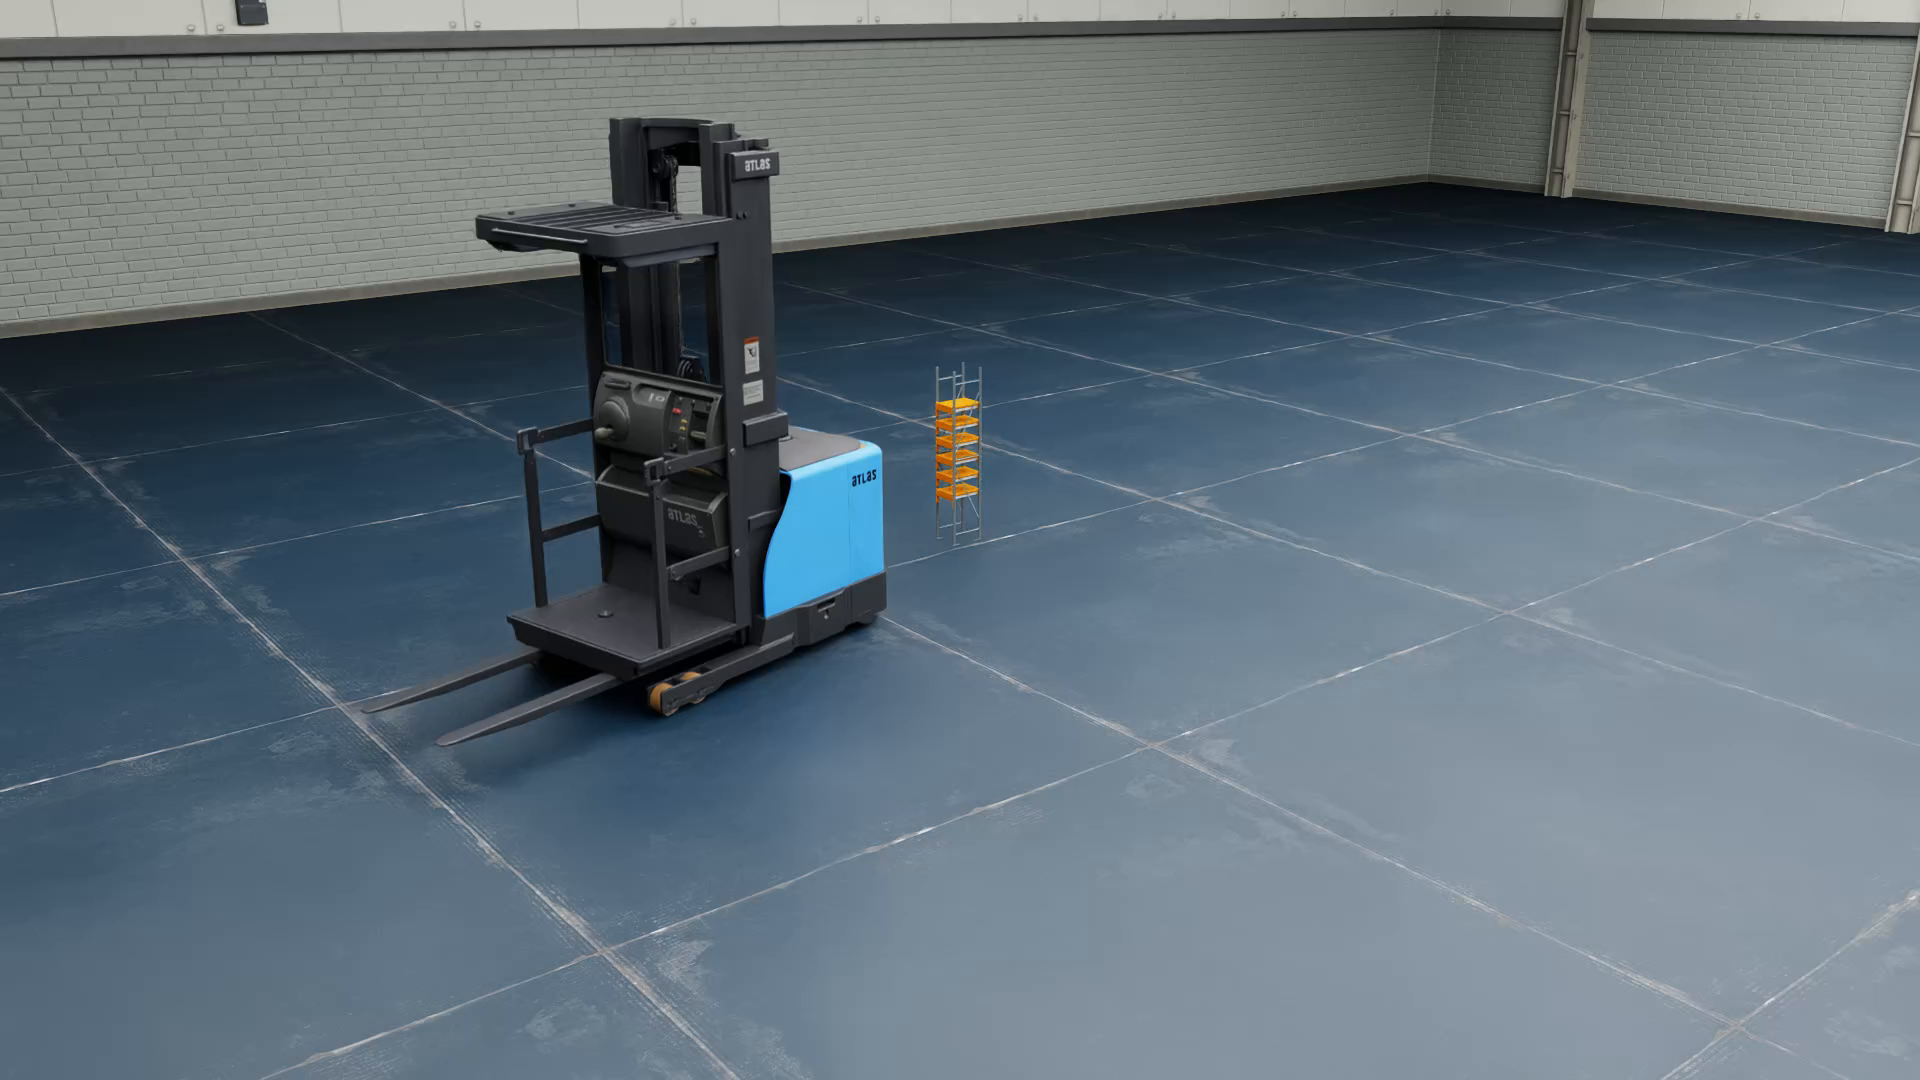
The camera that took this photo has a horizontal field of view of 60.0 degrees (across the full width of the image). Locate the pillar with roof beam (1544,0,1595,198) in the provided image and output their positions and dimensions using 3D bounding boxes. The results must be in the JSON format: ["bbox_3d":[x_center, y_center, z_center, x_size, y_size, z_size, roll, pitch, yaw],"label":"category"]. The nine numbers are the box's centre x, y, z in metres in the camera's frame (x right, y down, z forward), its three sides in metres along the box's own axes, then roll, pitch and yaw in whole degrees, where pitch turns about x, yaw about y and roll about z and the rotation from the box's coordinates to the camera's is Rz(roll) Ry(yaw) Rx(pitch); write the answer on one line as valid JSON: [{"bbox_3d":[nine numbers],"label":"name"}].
[{"bbox_3d":[7.517,-9.693,26.320,9.100,9.000,0.400,-14,23,-36],"label":"pillar with roof beam"}]

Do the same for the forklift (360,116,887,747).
[{"bbox_3d":[-1.742,-0.657,8.685,1.130,2.935,3.031,14,23,36],"label":"forklift"}]

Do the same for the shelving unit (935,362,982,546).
[{"bbox_3d":[-0.009,-0.573,11.185,0.258,1.200,0.189,-14,23,-36],"label":"shelving unit"}]

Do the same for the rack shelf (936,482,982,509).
[{"bbox_3d":[-0.009,-0.303,11.274,0.258,0.103,0.180,-14,23,-36],"label":"rack shelf"}]

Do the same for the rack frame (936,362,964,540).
[{"bbox_3d":[-0.066,-0.596,11.253,0.240,1.200,0.006,-14,23,-36],"label":"rack frame"}]

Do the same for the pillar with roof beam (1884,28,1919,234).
[{"bbox_3d":[11.242,-8.215,21.855,9.100,9.000,0.400,-14,23,-36],"label":"pillar with roof beam"}]

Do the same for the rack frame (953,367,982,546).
[{"bbox_3d":[0.048,-0.551,11.117,0.240,1.200,0.006,-14,23,-36],"label":"rack frame"}]

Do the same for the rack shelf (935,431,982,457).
[{"bbox_3d":[-0.009,-0.645,11.161,0.258,0.103,0.180,-14,23,-36],"label":"rack shelf"}]

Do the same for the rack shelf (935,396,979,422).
[{"bbox_3d":[-0.009,-0.873,11.085,0.258,0.103,0.180,-14,23,-36],"label":"rack shelf"}]

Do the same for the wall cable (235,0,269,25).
[{"bbox_3d":[-7.142,-8.833,18.312,2.305,6.003,0.169,-14,23,-36],"label":"wall cable"}]

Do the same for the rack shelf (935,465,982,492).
[{"bbox_3d":[-0.009,-0.417,11.236,0.258,0.103,0.180,-14,23,-36],"label":"rack shelf"}]

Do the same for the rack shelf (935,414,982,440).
[{"bbox_3d":[-0.009,-0.759,11.123,0.258,0.103,0.180,-14,23,-36],"label":"rack shelf"}]

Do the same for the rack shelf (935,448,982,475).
[{"bbox_3d":[-0.009,-0.531,11.199,0.258,0.103,0.180,-14,23,-36],"label":"rack shelf"}]
